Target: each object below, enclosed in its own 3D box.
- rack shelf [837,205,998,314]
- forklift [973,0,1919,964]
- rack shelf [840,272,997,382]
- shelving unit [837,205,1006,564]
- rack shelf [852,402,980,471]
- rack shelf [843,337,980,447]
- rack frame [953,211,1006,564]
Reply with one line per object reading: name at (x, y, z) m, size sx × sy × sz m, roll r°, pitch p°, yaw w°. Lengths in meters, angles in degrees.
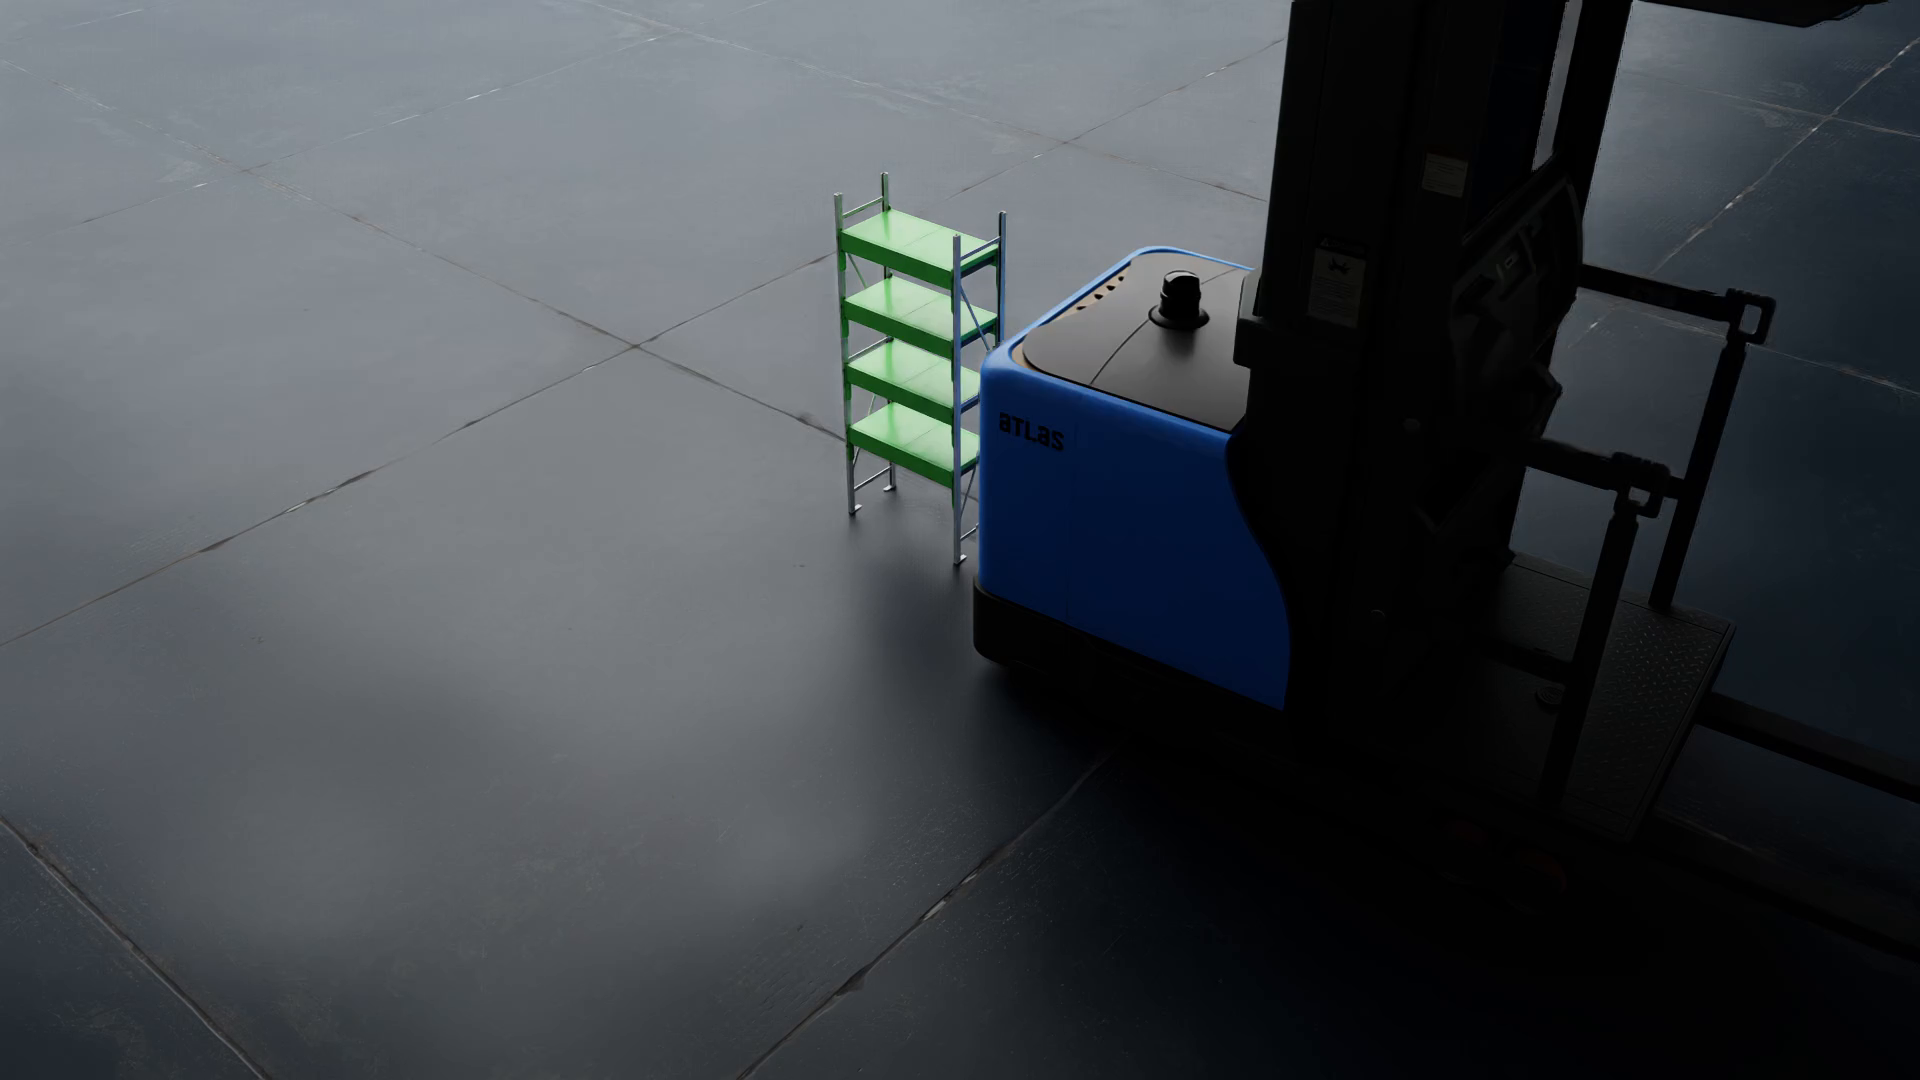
rack shelf at (-0.127, -0.898, 5.282) m, size 0.480 × 0.148 × 0.258 m, roll 25°, pitch 42°, yaw 32°
forklift at (1.544, -0.576, 4.019) m, size 3.031 × 2.935 × 1.130 m, roll 21°, pitch 40°, yaw 28°
rack shelf at (-0.127, -0.700, 5.417) m, size 0.480 × 0.148 × 0.258 m, roll 25°, pitch 42°, yaw 32°
shelving unit at (-0.123, -0.552, 5.514) m, size 0.492 × 1.200 × 0.258 m, roll 25°, pitch 42°, yaw 32°
rack shelf at (-0.127, -0.348, 5.659) m, size 0.457 × 0.021 × 0.221 m, roll 25°, pitch 42°, yaw 32°
rack shelf at (-0.127, -0.502, 5.553) m, size 0.480 × 0.148 × 0.258 m, roll 25°, pitch 42°, yaw 32°
rack frame at (0.060, -0.466, 5.388) m, size 0.015 × 1.200 × 0.240 m, roll 25°, pitch 42°, yaw 32°
